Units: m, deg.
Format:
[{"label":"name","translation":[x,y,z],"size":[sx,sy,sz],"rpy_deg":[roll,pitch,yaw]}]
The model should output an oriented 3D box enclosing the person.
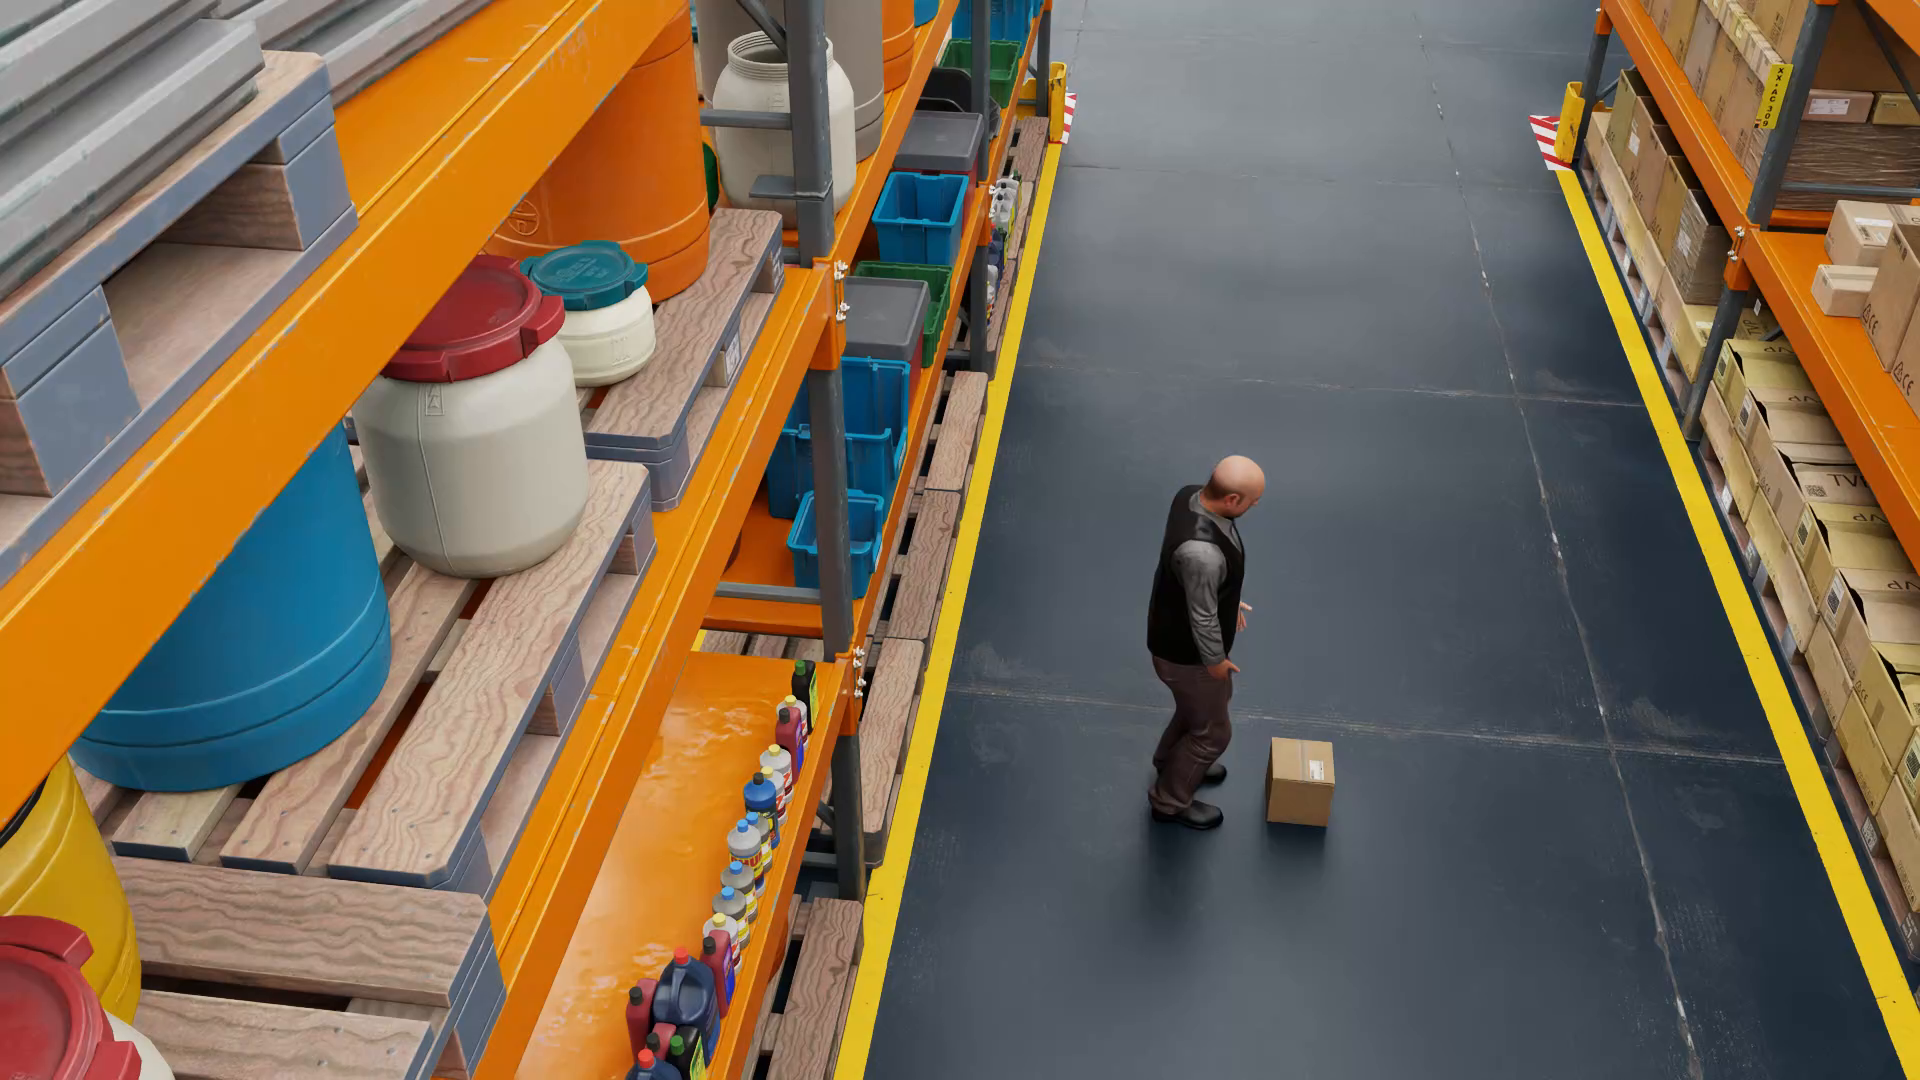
[{"label":"person","translation":[0.944,0.382,6.586],"size":[0.410,1.685,0.552],"rpy_deg":[5,36,7]}]
